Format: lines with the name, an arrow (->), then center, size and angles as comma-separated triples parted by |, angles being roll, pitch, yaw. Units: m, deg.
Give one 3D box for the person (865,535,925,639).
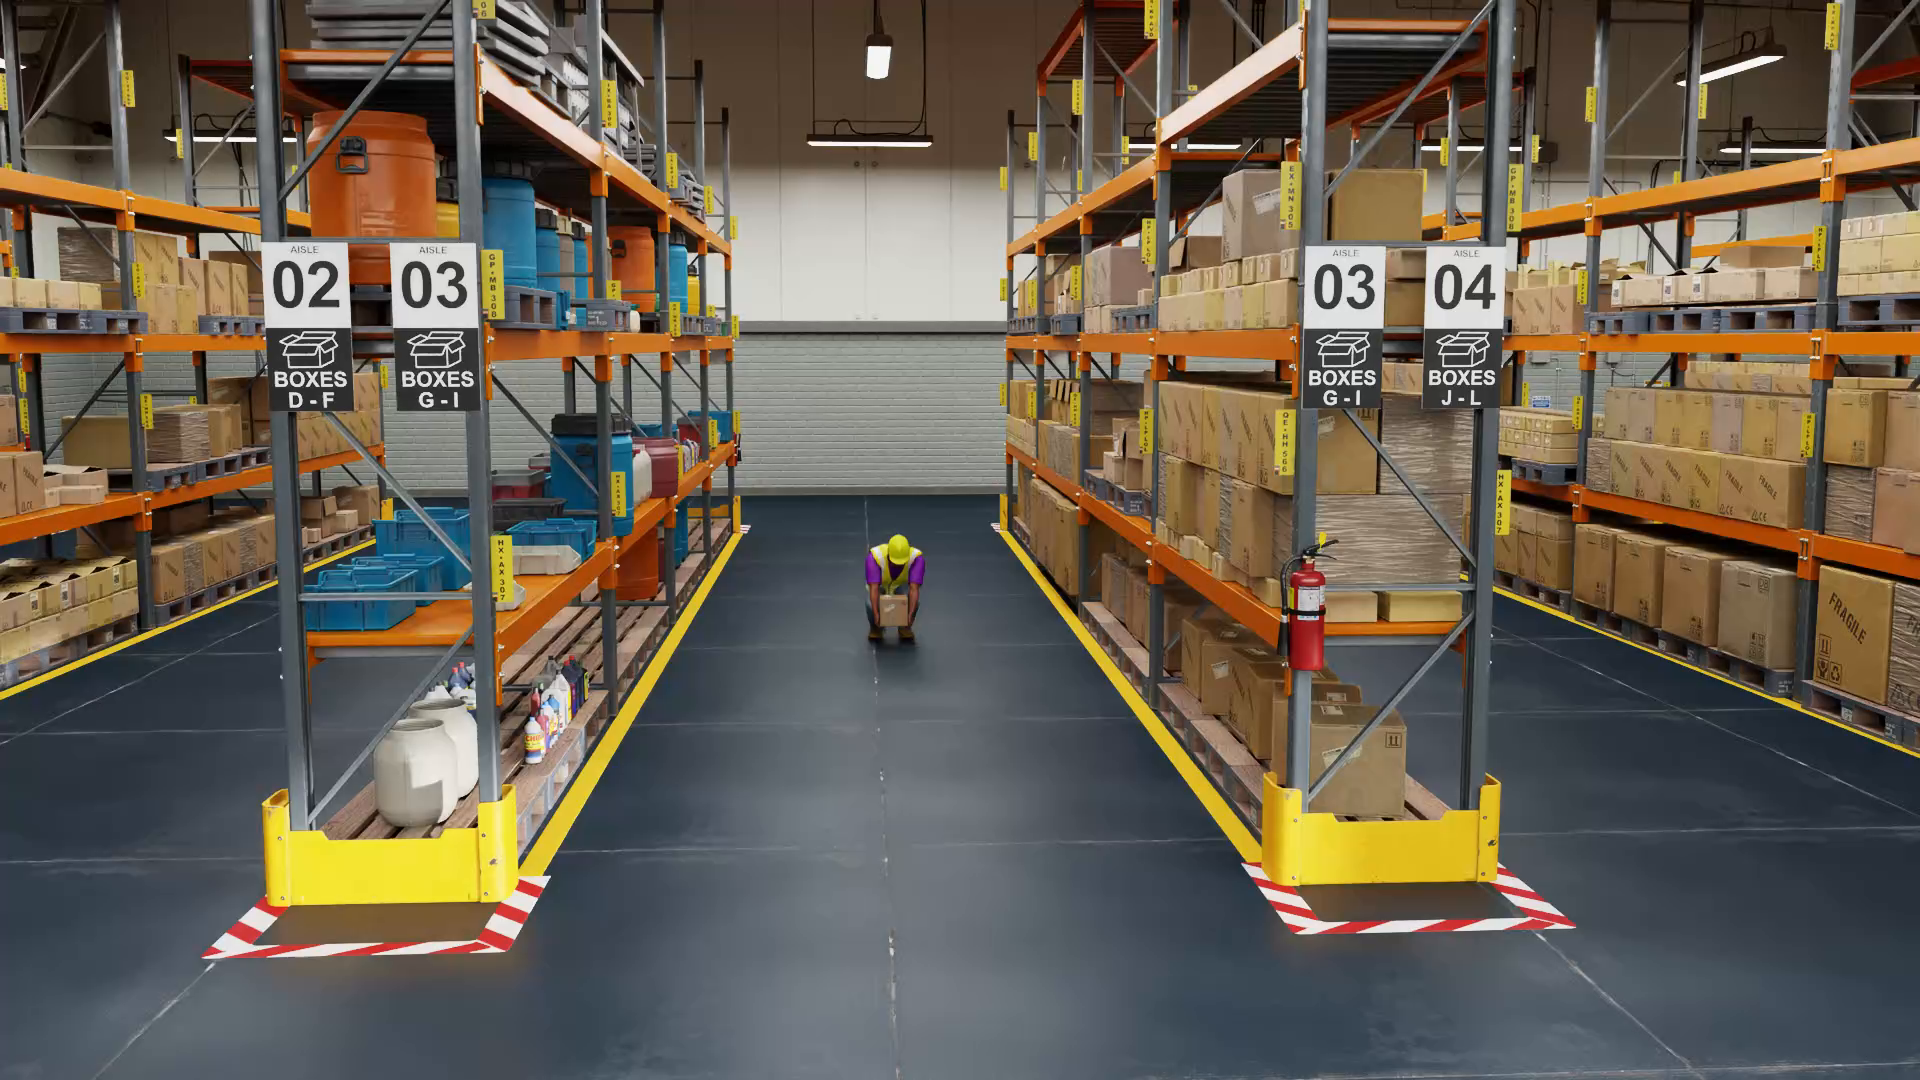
person -> -0.601, 0.423, 15.321 | 0.546, 1.012, 0.899 | -1, 7, -5
